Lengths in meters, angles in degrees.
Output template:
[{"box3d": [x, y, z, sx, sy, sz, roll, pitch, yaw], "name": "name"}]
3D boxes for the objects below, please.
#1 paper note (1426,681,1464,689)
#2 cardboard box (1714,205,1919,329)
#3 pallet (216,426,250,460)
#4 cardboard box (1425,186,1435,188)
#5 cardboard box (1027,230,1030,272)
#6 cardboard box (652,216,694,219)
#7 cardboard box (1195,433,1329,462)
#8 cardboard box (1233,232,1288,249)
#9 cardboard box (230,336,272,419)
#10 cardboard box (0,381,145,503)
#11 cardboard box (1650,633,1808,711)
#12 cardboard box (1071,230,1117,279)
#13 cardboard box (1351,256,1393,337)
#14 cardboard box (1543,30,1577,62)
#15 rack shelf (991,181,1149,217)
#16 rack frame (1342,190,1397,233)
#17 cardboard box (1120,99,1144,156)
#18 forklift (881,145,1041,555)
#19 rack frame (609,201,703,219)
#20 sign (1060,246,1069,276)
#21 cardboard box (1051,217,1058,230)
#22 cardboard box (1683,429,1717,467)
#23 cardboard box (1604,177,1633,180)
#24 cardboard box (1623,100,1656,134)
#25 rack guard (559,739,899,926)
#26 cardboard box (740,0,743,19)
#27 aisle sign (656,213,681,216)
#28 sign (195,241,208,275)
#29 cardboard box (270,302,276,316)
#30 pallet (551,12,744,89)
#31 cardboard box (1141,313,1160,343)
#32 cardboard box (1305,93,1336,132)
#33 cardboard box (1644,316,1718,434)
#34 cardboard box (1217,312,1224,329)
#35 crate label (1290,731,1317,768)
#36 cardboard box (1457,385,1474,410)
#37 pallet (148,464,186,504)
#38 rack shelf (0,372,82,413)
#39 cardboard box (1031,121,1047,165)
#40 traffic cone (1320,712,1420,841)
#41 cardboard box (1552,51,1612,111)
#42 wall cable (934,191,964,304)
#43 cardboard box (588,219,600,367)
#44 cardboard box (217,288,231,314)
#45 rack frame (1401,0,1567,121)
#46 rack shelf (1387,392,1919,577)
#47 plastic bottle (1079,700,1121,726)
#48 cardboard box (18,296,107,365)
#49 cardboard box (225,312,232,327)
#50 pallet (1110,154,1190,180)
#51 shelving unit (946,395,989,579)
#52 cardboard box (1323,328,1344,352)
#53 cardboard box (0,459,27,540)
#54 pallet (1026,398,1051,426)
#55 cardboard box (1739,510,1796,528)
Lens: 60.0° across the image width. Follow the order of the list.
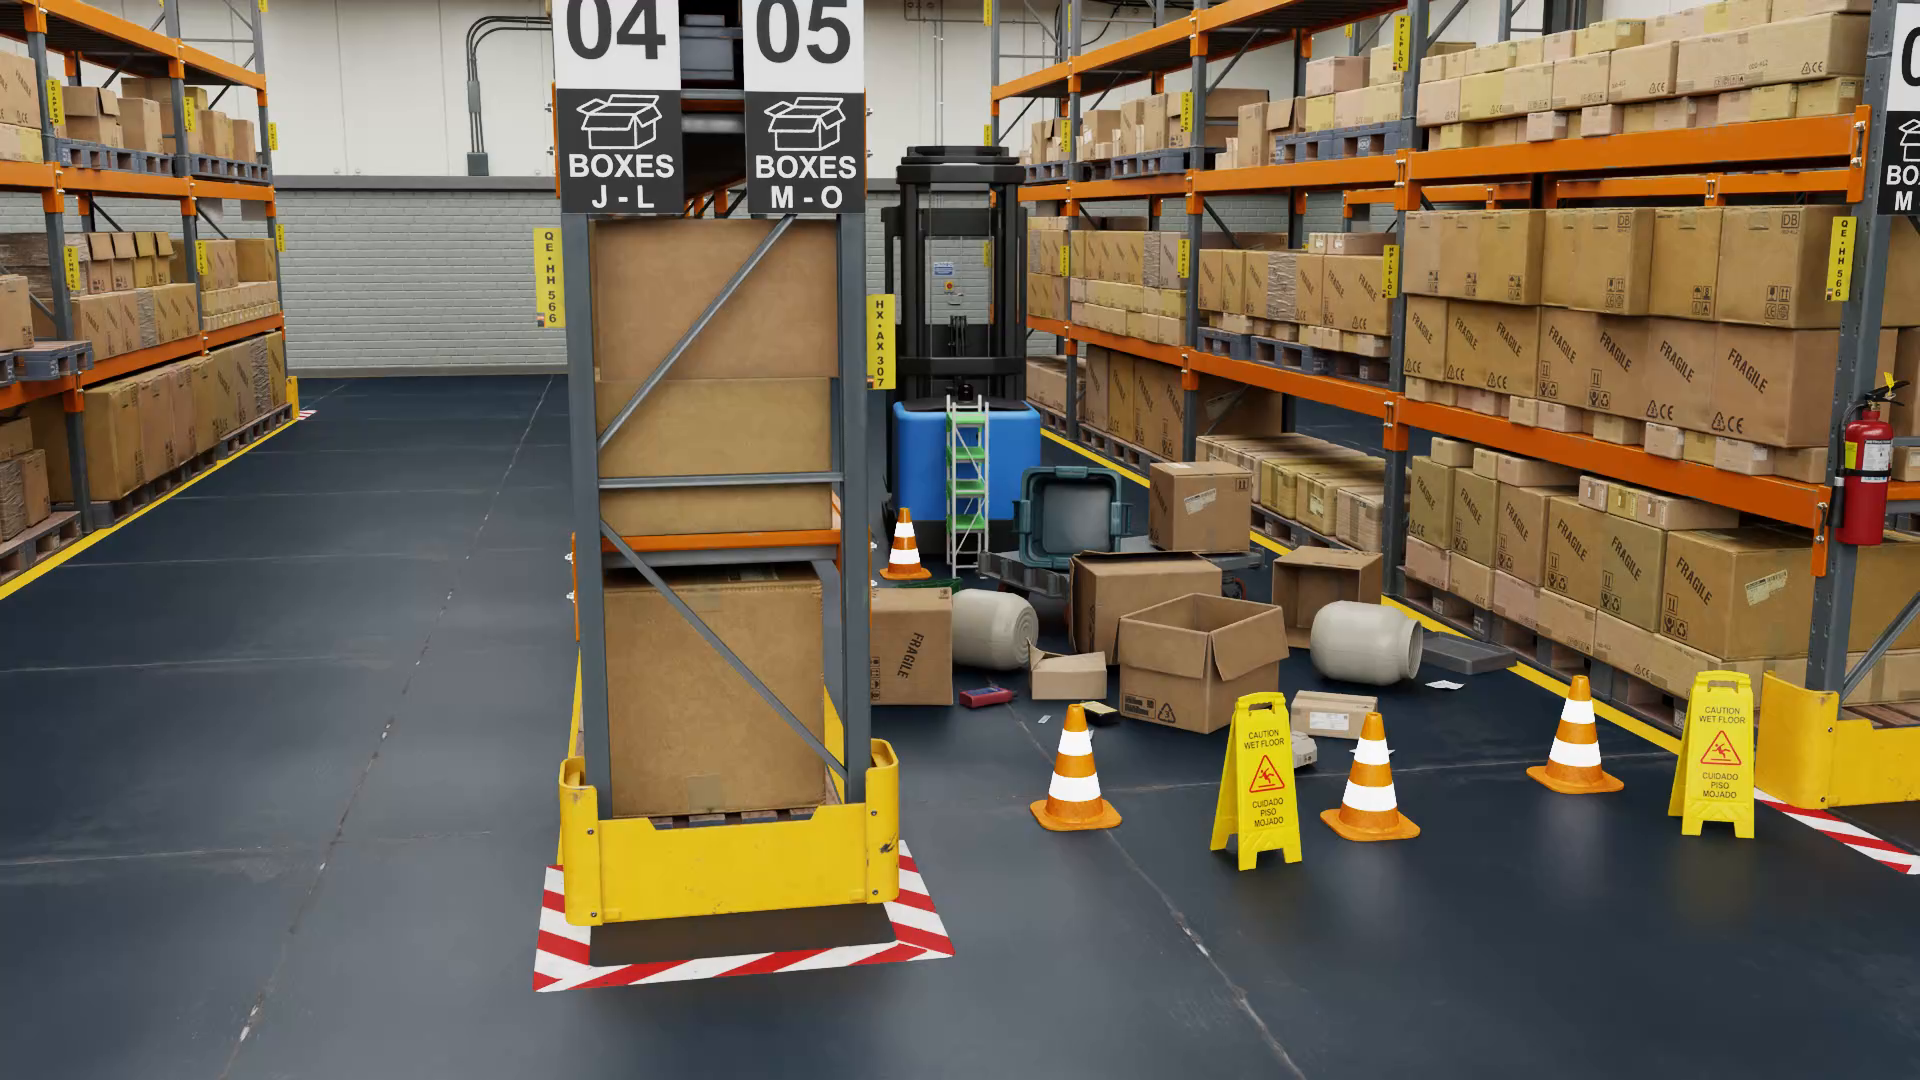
[{"box3d": [2.532, 0.750, 8.672, 0.142, 0.019, 0.148, -6, 13, -31], "name": "paper note"}, {"box3d": [3.703, -1.171, 7.090, 0.700, 0.500, 0.500, -2, 11, -12], "name": "cardboard box"}, {"box3d": [-8.109, -1.012, 17.448, 1.003, 0.211, 1.213, -2, 11, -11], "name": "pallet"}, {"box3d": [5.981, -4.422, 20.558, 0.380, 0.149, 0.250, -2, 11, -10], "name": "cardboard box"}, {"box3d": [1.032, -3.495, 20.097, 0.500, 0.500, 0.500, -2, 11, -11], "name": "cardboard box"}, {"box3d": [-3.002, -3.179, 17.641, 0.500, 0.500, 0.500, -2, 11, -10], "name": "cardboard box"}, {"box3d": [2.561, -0.678, 14.139, 0.950, 0.372, 0.625, -3, 11, -15], "name": "cardboard box"}, {"box3d": [2.605, -2.506, 14.898, 0.500, 0.500, 0.500, -2, 11, -13], "name": "cardboard box"}, {"box3d": [-8.436, -1.854, 18.976, 0.875, 0.875, 0.875, -2, 11, -11], "name": "cardboard box"}, {"box3d": [-7.374, -0.796, 13.414, 1.225, 0.875, 0.875, -3, 11, -14], "name": "cardboard box"}, {"box3d": [3.591, 0.603, 7.739, 0.500, 0.250, 0.500, -2, 11, -11], "name": "cardboard box"}, {"box3d": [1.486, -3.049, 17.752, 0.500, 0.500, 0.500, -2, 11, -10], "name": "cardboard box"}, {"box3d": [2.924, -1.611, 10.950, 0.500, 0.500, 0.500, -2, 11, -12], "name": "cardboard box"}, {"box3d": [3.287, -2.568, 8.683, 0.380, 0.149, 0.250, -2, 11, -12], "name": "cardboard box"}, {"box3d": [1.294, -4.087, 20.047, 1.077, 0.370, 4.000, -2, 11, -11], "name": "rack shelf"}, {"box3d": [5.773, -3.515, 23.140, 1.000, 3.000, 0.127, -2, 11, -11], "name": "rack frame"}, {"box3d": [1.833, -3.908, 15.793, 0.500, 0.500, 0.500, -2, 11, -10], "name": "cardboard box"}, {"box3d": [-0.052, -1.556, 13.033, 1.130, 2.935, 3.031, -1, 11, -5], "name": "forklift"}, {"box3d": [-3.153, -2.401, 17.290, 1.000, 3.000, 0.127, -2, 11, -11], "name": "rack frame"}, {"box3d": [1.139, -3.044, 18.138, 0.100, 0.325, 0.005, -2, 11, -11], "name": "sign"}, {"box3d": [1.260, -3.648, 19.163, 0.380, 0.149, 0.250, -2, 11, -11], "name": "cardboard box"}, {"box3d": [3.547, -0.427, 7.587, 0.380, 0.149, 0.250, -2, 11, -12], "name": "cardboard box"}, {"box3d": [6.795, -3.717, 16.579, 0.500, 0.250, 0.500, -2, 11, -11], "name": "cardboard box"}, {"box3d": [3.451, -2.040, 8.043, 0.380, 0.149, 0.250, -2, 11, -13], "name": "cardboard box"}, {"box3d": [-0.815, 1.032, 5.938, 1.175, 0.500, 0.348, -2, 11, -11], "name": "rack guard"}, {"box3d": [-0.571, -1.881, 5.813, 0.380, 0.149, 0.250, -2, 11, -11], "name": "cardboard box"}, {"box3d": [-3.651, -4.436, 21.029, 0.394, 0.787, 0.004, -2, 11, -11], "name": "aisle sign"}, {"box3d": [-7.508, -2.791, 16.452, 0.100, 0.325, 0.005, -2, 11, -11], "name": "sign"}, {"box3d": [-8.372, -2.749, 19.788, 0.380, 0.149, 0.250, -2, 11, -10], "name": "cardboard box"}, {"box3d": [-0.974, -1.766, 6.168, 1.003, 0.211, 1.213, -2, 11, -11], "name": "pallet"}, {"box3d": [1.993, -1.969, 15.420, 0.500, 0.250, 0.500, -2, 11, -10], "name": "cardboard box"}, {"box3d": [2.791, -3.027, 11.834, 0.500, 0.250, 0.500, -2, 11, -10], "name": "cardboard box"}, {"box3d": [3.548, -0.776, 7.687, 0.500, 0.500, 0.500, -2, 11, -11], "name": "cardboard box"}, {"box3d": [2.363, -1.830, 13.836, 0.380, 0.149, 0.250, -3, 11, -15], "name": "cardboard box"}, {"box3d": [1.431, 0.936, 7.412, 0.250, 0.136, 0.298, -9, 14, -40], "name": "crate label"}, {"box3d": [3.167, -0.848, 9.800, 0.380, 0.149, 0.250, -2, 11, -11], "name": "cardboard box"}, {"box3d": [-7.573, -0.507, 14.794, 1.003, 0.211, 1.213, -2, 11, -11], "name": "pallet"}, {"box3d": [-6.871, -0.786, 10.726, 1.077, 0.370, 4.000, -2, 11, -11], "name": "rack shelf"}, {"box3d": [1.150, -4.736, 19.878, 0.500, 0.500, 0.500, -2, 11, -10], "name": "cardboard box"}, {"box3d": [1.645, 0.918, 6.636, 0.336, 0.463, 0.334, -2, 11, -11], "name": "traffic cone"}, {"box3d": [3.350, -2.309, 8.388, 0.500, 0.250, 0.500, -2, 11, -10], "name": "cardboard box"}, {"box3d": [-0.215, -4.881, 27.519, 0.585, 1.953, 0.123, -2, 11, -11], "name": "wall cable"}, {"box3d": [-1.051, -0.972, 6.489, 0.875, 0.550, 0.550, -2, 11, -11], "name": "cardboard box"}, {"box3d": [-7.964, -2.499, 17.409, 0.500, 0.250, 0.500, -2, 11, -11], "name": "cardboard box"}, {"box3d": [3.239, -4.080, 10.064, 1.000, 3.000, 0.127, -2, 11, -11], "name": "rack frame"}, {"box3d": [3.628, -0.412, 8.765, 1.077, 0.370, 4.000, -2, 11, -11], "name": "rack shelf"}, {"box3d": [0.650, 0.839, 8.125, 0.133, 0.061, 0.283, -6, 13, -31], "name": "plastic bottle"}, {"box3d": [-7.088, -1.654, 13.097, 0.500, 0.500, 0.500, -2, 11, -9], "name": "cardboard box"}, {"box3d": [-7.925, -2.327, 17.572, 0.380, 0.149, 0.250, -2, 11, -13], "name": "cardboard box"}, {"box3d": [2.063, -3.568, 15.904, 1.003, 0.211, 1.213, -2, 11, -8], "name": "pallet"}, {"box3d": [0.049, -0.373, 11.445, 0.258, 1.200, 0.503, -1, 11, -5], "name": "shelving unit"}, {"box3d": [2.748, -1.395, 11.551, 0.380, 0.149, 0.250, -2, 11, -12], "name": "cardboard box"}, {"box3d": [-6.990, -0.271, 11.604, 0.700, 0.500, 0.500, -3, 11, -16], "name": "cardboard box"}, {"box3d": [1.371, -1.596, 20.520, 1.003, 0.211, 1.213, -2, 11, -11], "name": "pallet"}, {"box3d": [4.020, 0.119, 8.274, 0.500, 0.500, 0.500, -3, 11, -13], "name": "cardboard box"}]
